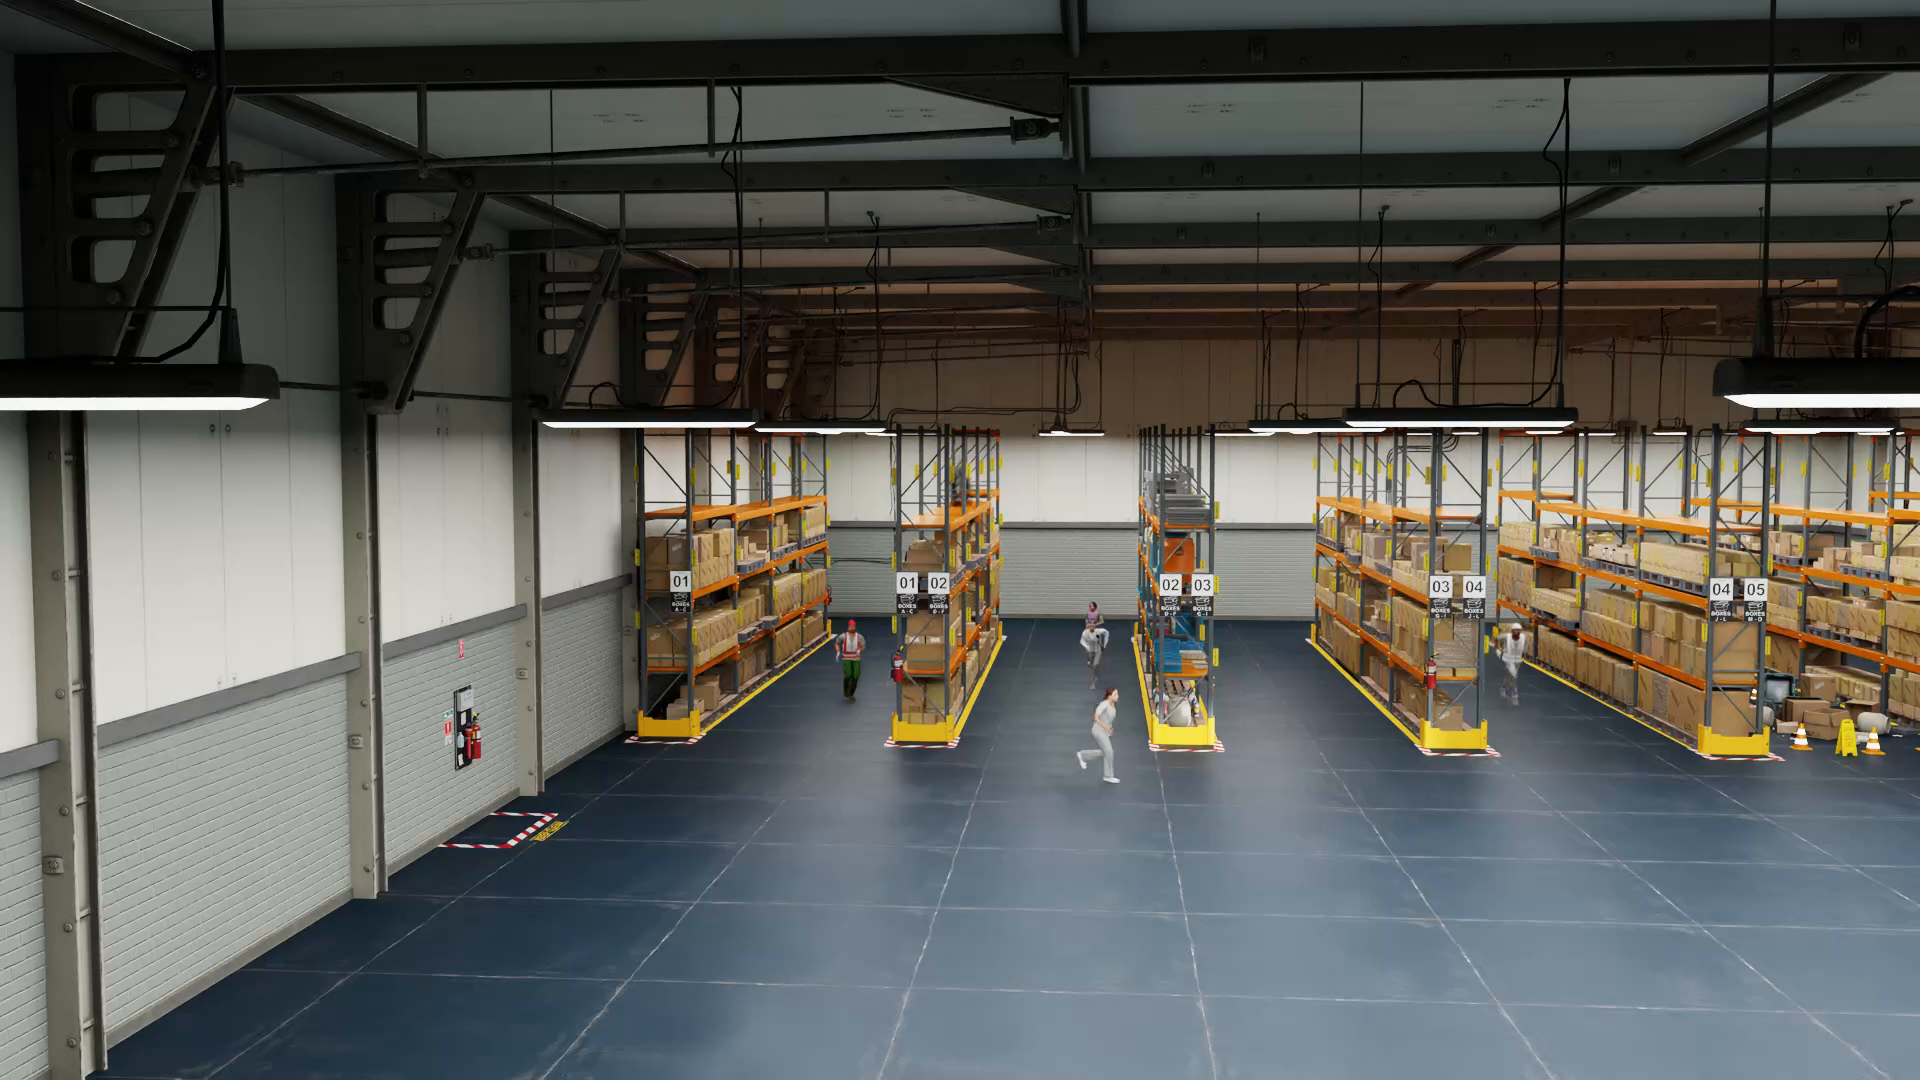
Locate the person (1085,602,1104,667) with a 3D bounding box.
[{"bbox_3d":[3.403,2.370,42.058,0.523,1.650,0.721,1,4,16],"label":"person"}]

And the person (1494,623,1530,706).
[{"bbox_3d":[11.935,2.665,36.005,0.675,1.791,0.984,-1,4,-10],"label":"person"}]

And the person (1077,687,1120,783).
[{"bbox_3d":[2.324,3.237,27.813,0.724,1.614,0.538,3,4,36],"label":"person"}]

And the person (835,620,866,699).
[{"bbox_3d":[-2.367,2.626,36.292,0.647,1.743,0.616,-1,4,-14],"label":"person"}]

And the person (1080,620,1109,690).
[{"bbox_3d":[3.113,2.622,38.363,0.658,1.626,0.967,1,4,11],"label":"person"}]
